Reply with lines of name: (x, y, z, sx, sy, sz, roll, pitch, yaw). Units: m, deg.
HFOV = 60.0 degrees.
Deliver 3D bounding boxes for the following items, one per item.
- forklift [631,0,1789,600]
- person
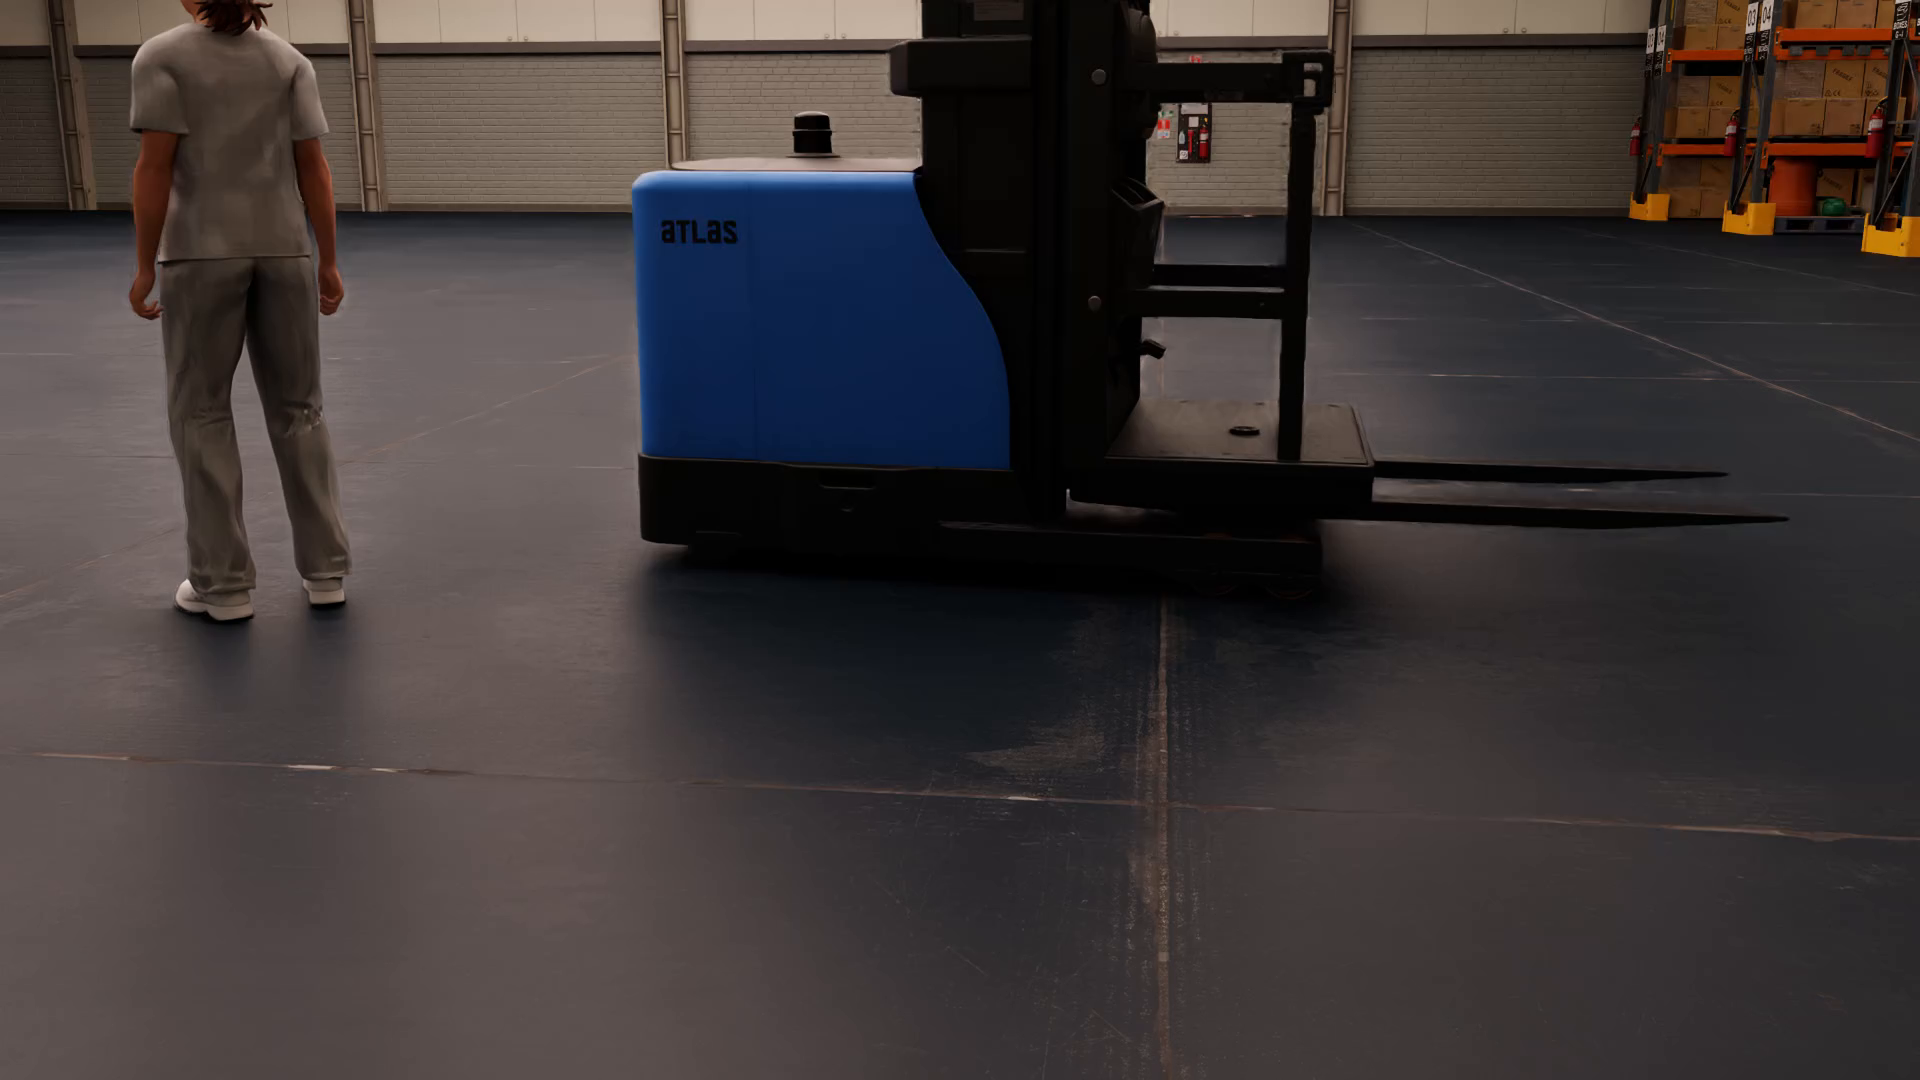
forklift: (0.671, -1.404, 4.512, 3.031, 2.935, 1.130, 2, 13, 10)
person: (-1.762, -0.646, 4.049, 0.494, 1.668, 0.366, -11, 17, -40)
